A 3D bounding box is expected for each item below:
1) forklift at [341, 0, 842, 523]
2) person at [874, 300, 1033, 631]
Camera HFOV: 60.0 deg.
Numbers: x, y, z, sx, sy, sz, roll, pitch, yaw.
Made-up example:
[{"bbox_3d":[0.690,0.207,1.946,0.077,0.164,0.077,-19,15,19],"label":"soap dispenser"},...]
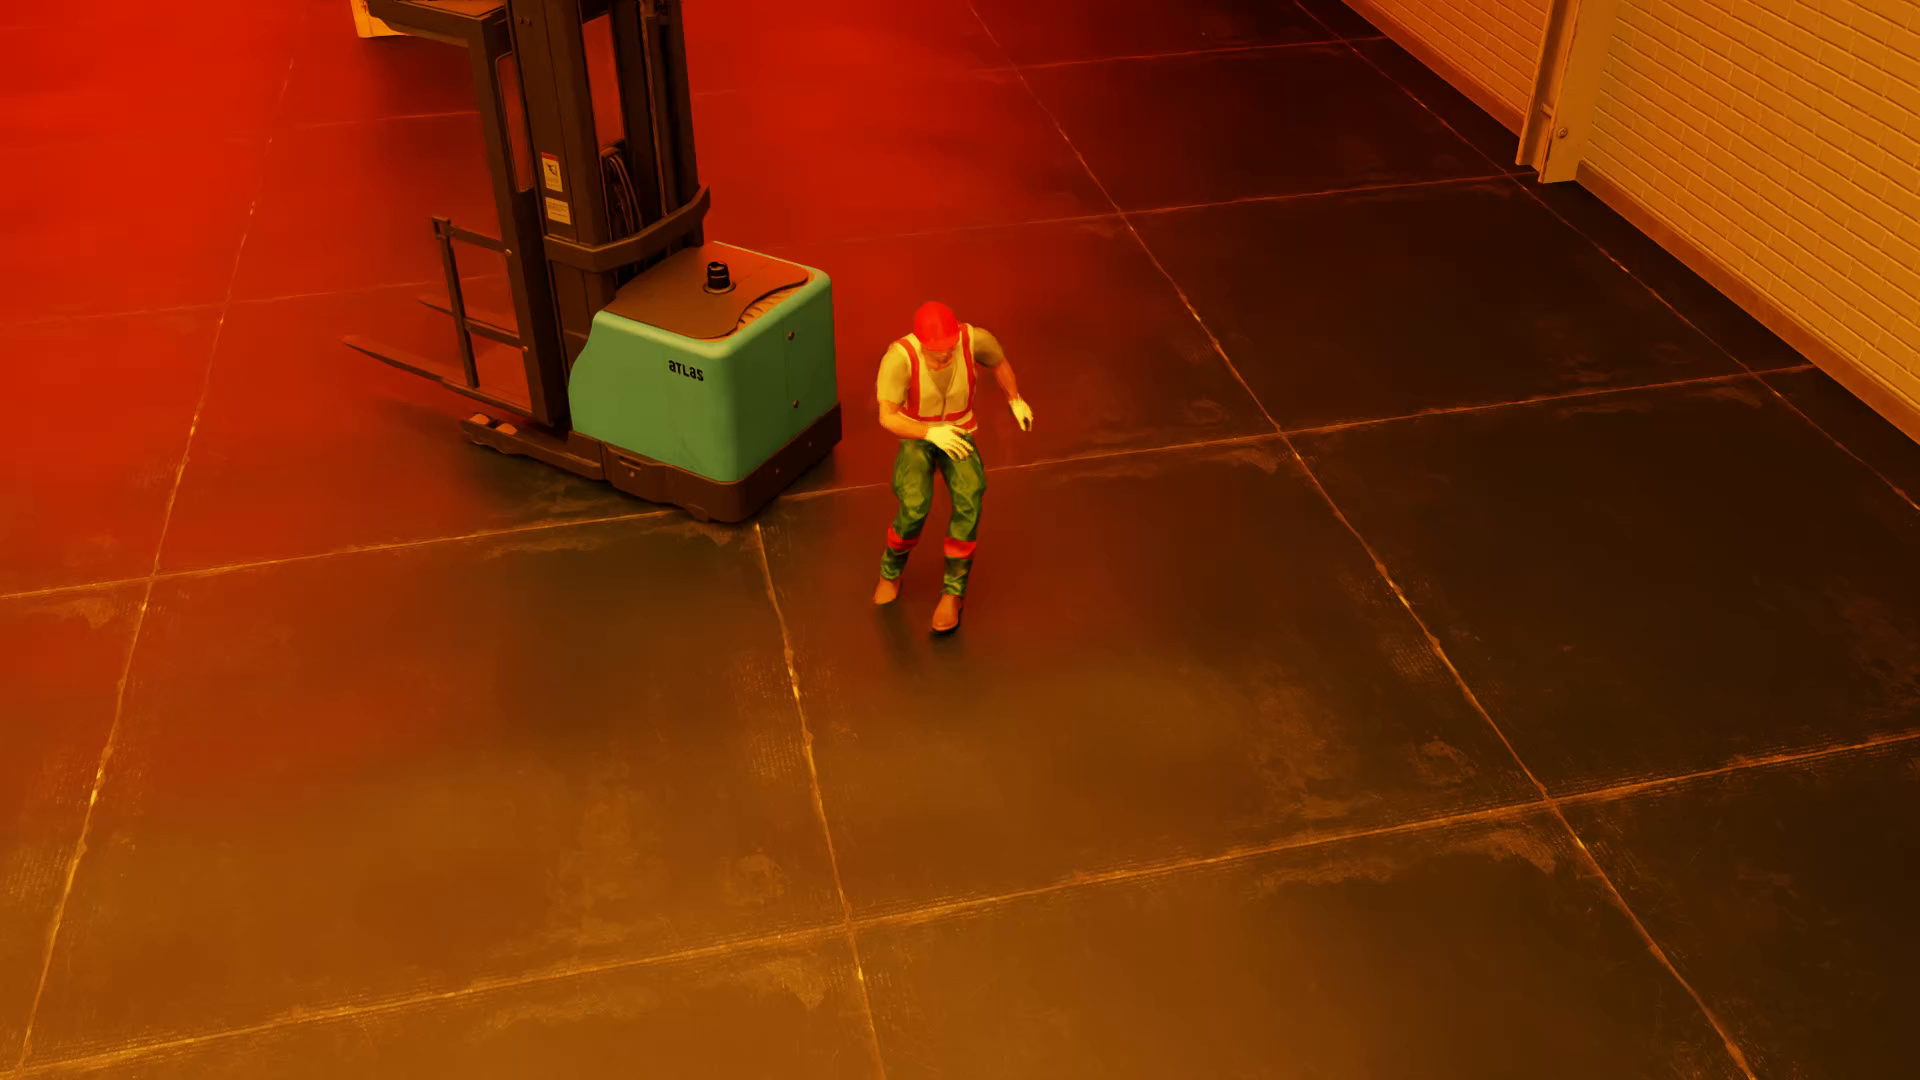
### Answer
[{"bbox_3d":[-2.186,-1.910,8.705,3.031,2.935,1.130,19,40,24],"label":"forklift"},{"bbox_3d":[-0.004,-0.406,7.903,0.928,1.534,0.947,-9,37,-12],"label":"person"}]
